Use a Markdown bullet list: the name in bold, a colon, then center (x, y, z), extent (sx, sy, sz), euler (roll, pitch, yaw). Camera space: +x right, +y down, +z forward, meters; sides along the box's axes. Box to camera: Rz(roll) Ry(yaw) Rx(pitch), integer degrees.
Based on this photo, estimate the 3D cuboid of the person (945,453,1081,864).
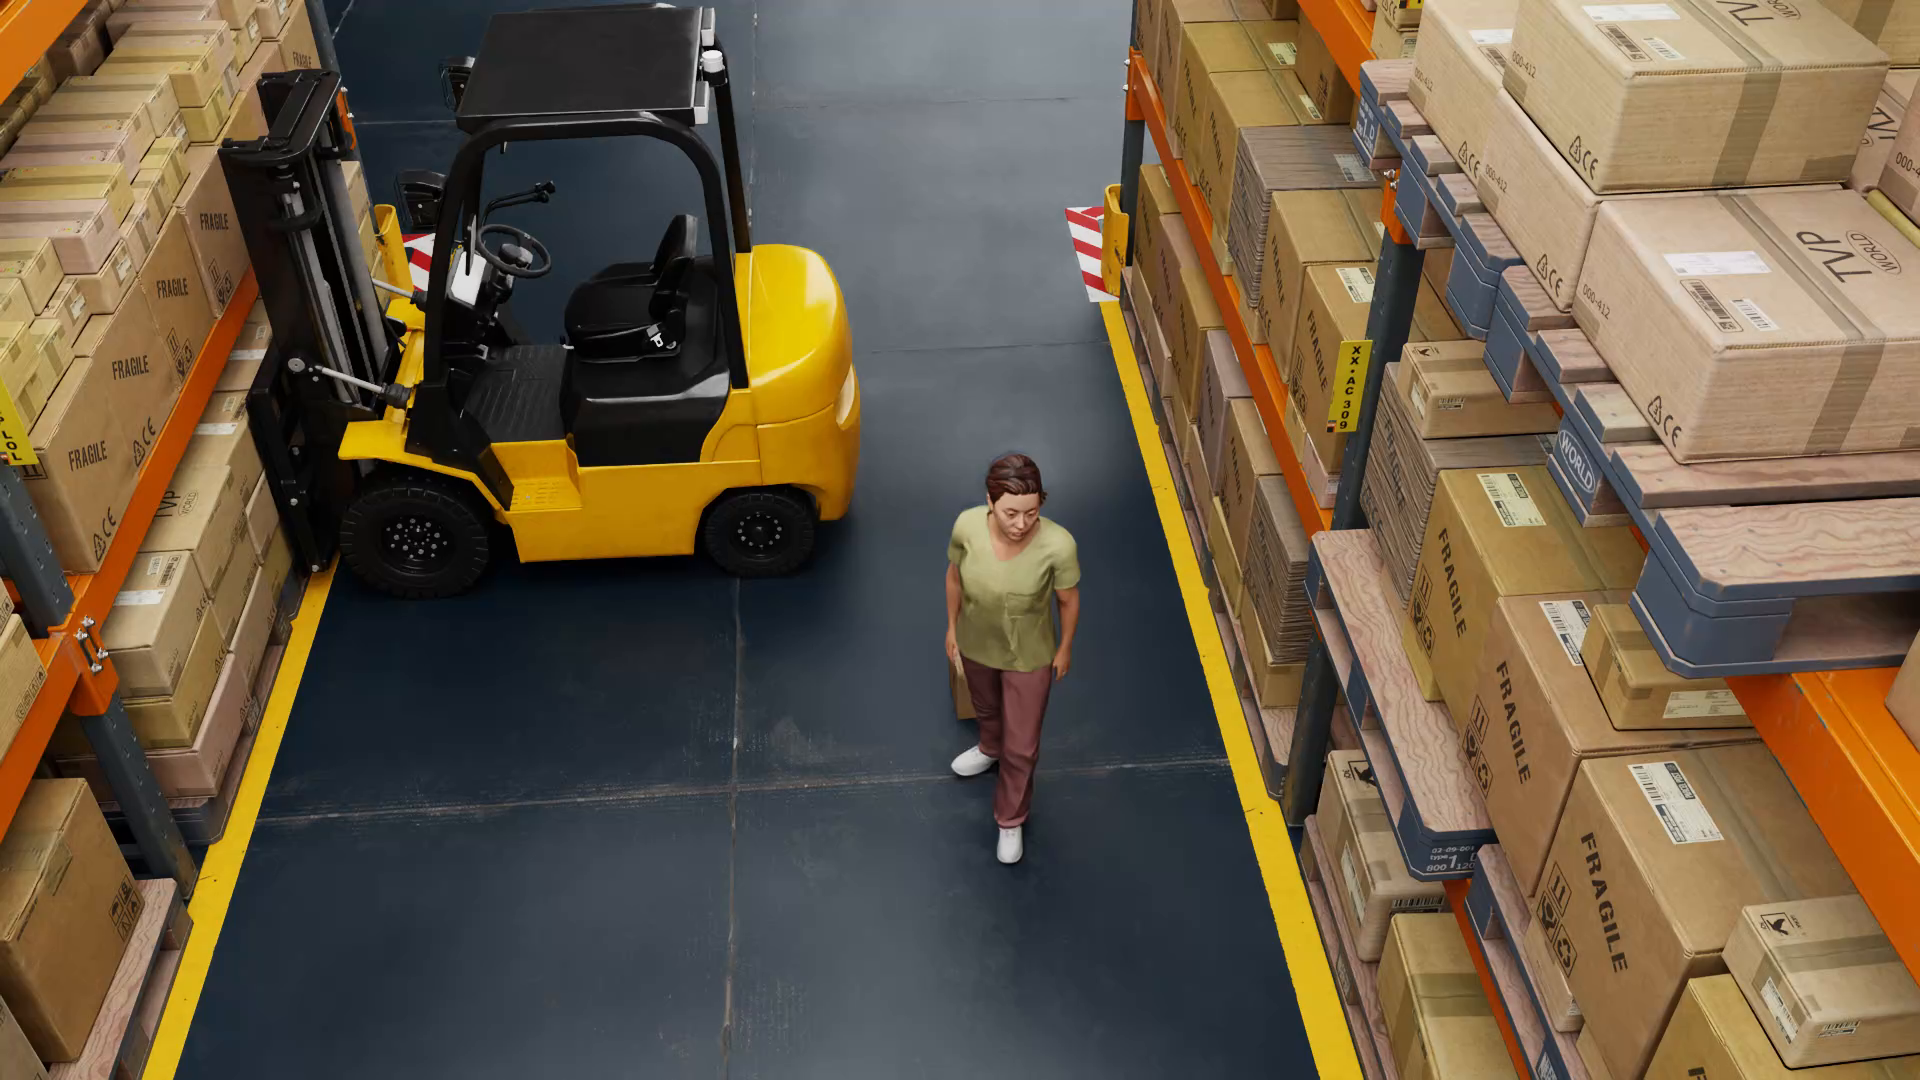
- **person**: center (0.164, 0.350, 5.733), extent (0.479, 1.664, 0.570), euler (14, 41, 17)
